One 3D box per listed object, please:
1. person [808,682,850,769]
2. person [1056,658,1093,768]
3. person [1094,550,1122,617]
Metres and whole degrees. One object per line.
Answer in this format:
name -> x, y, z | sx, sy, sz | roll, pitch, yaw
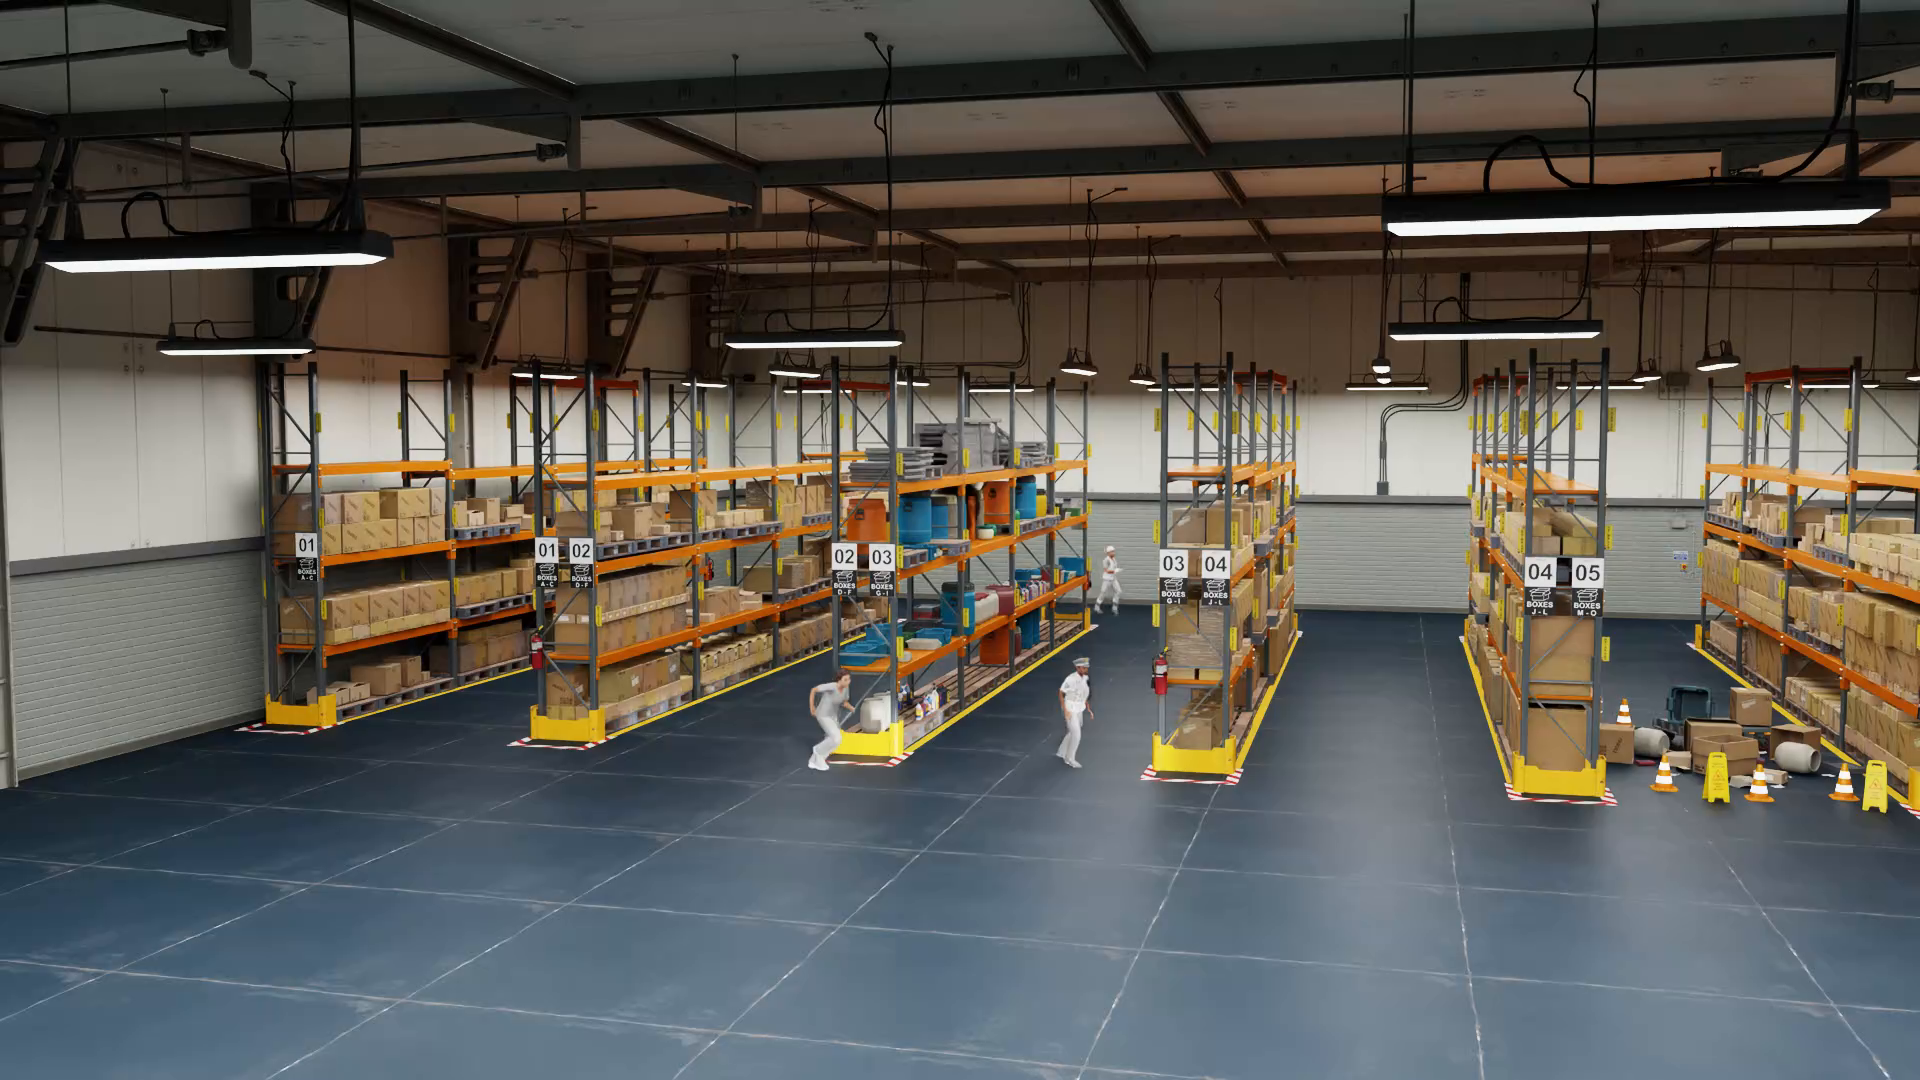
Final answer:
person -> -1.935, 2.672, 23.878 | 0.628, 1.302, 0.546 | 3, 5, 37
person -> 1.608, 2.500, 24.303 | 0.710, 1.635, 0.608 | 3, 5, 41
person -> 3.818, 1.099, 43.111 | 0.729, 1.793, 0.644 | 3, 5, 35
